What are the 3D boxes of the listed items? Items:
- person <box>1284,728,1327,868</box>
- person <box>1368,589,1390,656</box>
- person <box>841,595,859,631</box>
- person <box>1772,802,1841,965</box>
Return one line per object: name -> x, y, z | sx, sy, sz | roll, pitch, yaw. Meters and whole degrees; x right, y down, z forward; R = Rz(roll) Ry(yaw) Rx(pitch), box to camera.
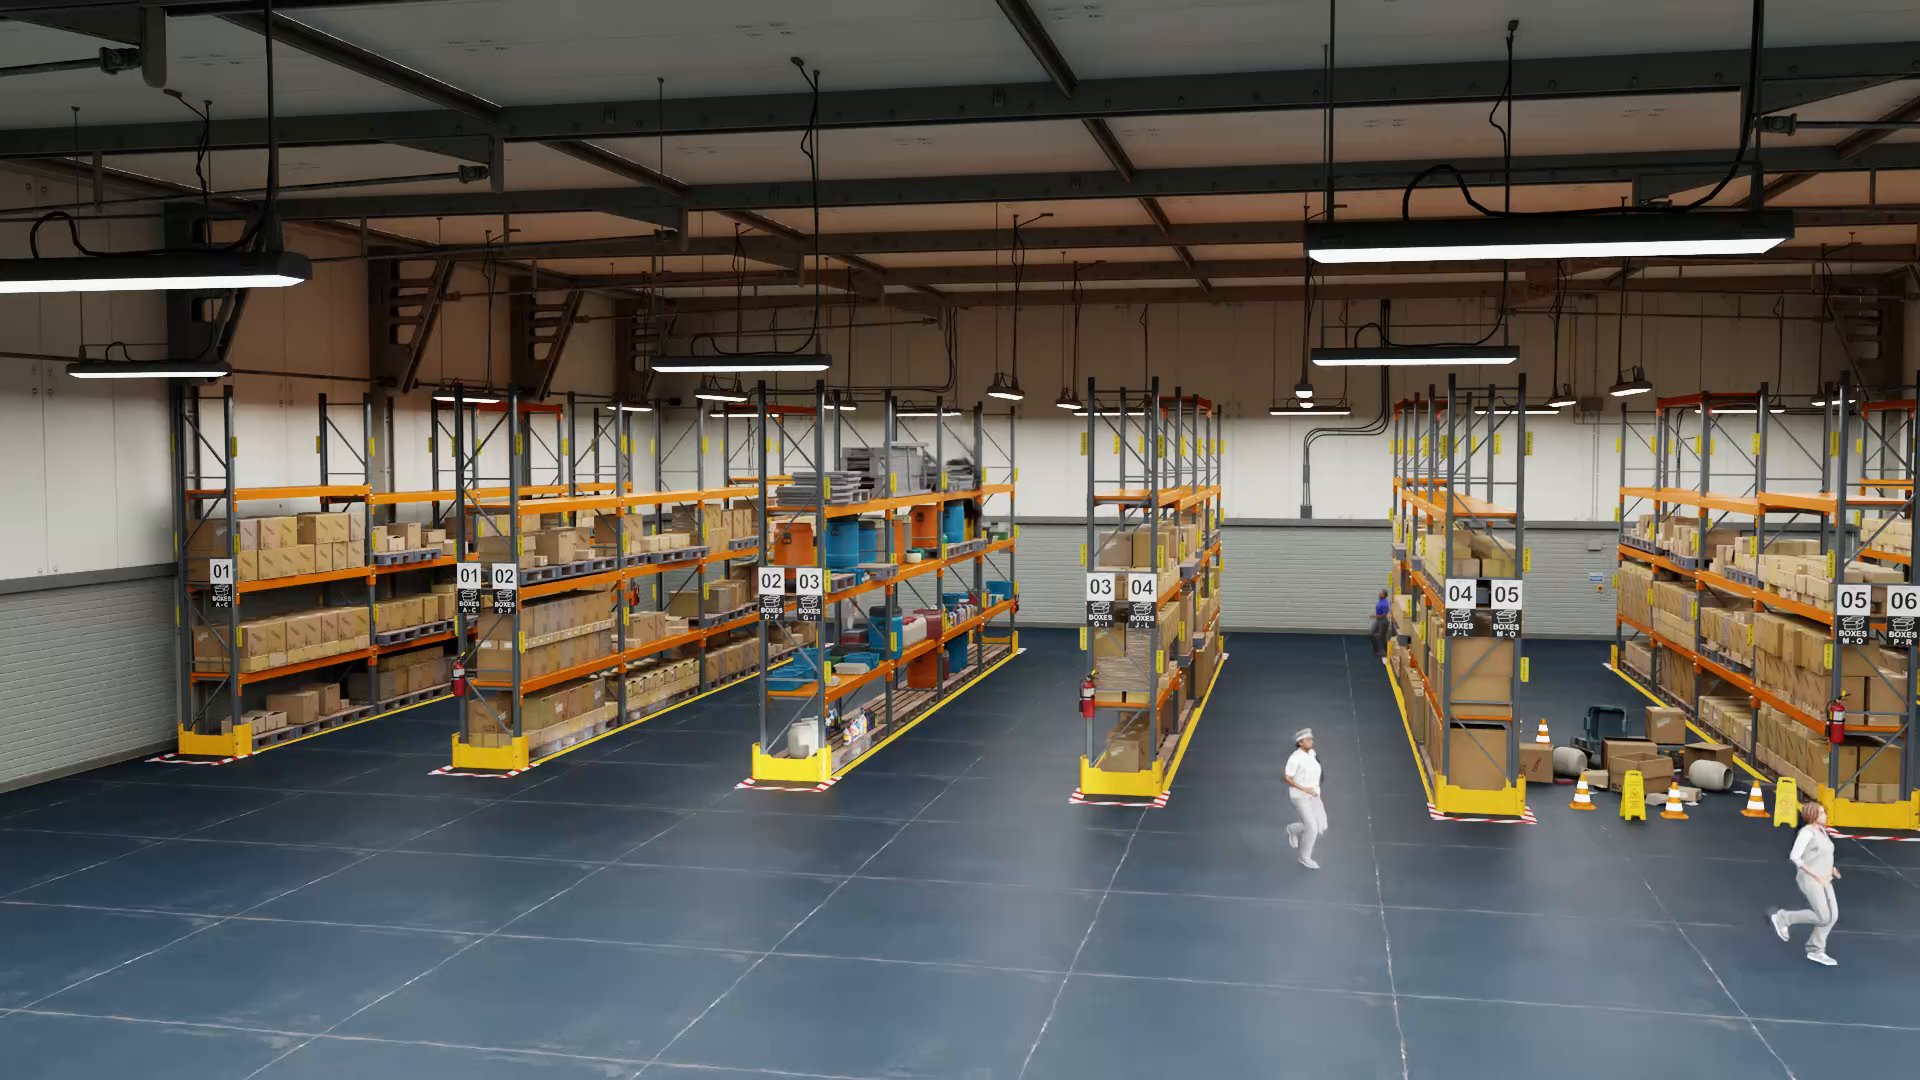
person -> 4.112, 3.074, 19.930 | 0.554, 1.652, 0.617 | 3, 4, 44
person -> 10.026, 1.989, 39.558 | 0.629, 1.660, 0.614 | -1, 3, -14
person -> -2.582, 1.769, 38.132 | 0.549, 1.653, 0.731 | 0, 3, 0
person -> 8.276, 3.322, 16.229 | 0.537, 1.561, 0.589 | -3, 4, -41
